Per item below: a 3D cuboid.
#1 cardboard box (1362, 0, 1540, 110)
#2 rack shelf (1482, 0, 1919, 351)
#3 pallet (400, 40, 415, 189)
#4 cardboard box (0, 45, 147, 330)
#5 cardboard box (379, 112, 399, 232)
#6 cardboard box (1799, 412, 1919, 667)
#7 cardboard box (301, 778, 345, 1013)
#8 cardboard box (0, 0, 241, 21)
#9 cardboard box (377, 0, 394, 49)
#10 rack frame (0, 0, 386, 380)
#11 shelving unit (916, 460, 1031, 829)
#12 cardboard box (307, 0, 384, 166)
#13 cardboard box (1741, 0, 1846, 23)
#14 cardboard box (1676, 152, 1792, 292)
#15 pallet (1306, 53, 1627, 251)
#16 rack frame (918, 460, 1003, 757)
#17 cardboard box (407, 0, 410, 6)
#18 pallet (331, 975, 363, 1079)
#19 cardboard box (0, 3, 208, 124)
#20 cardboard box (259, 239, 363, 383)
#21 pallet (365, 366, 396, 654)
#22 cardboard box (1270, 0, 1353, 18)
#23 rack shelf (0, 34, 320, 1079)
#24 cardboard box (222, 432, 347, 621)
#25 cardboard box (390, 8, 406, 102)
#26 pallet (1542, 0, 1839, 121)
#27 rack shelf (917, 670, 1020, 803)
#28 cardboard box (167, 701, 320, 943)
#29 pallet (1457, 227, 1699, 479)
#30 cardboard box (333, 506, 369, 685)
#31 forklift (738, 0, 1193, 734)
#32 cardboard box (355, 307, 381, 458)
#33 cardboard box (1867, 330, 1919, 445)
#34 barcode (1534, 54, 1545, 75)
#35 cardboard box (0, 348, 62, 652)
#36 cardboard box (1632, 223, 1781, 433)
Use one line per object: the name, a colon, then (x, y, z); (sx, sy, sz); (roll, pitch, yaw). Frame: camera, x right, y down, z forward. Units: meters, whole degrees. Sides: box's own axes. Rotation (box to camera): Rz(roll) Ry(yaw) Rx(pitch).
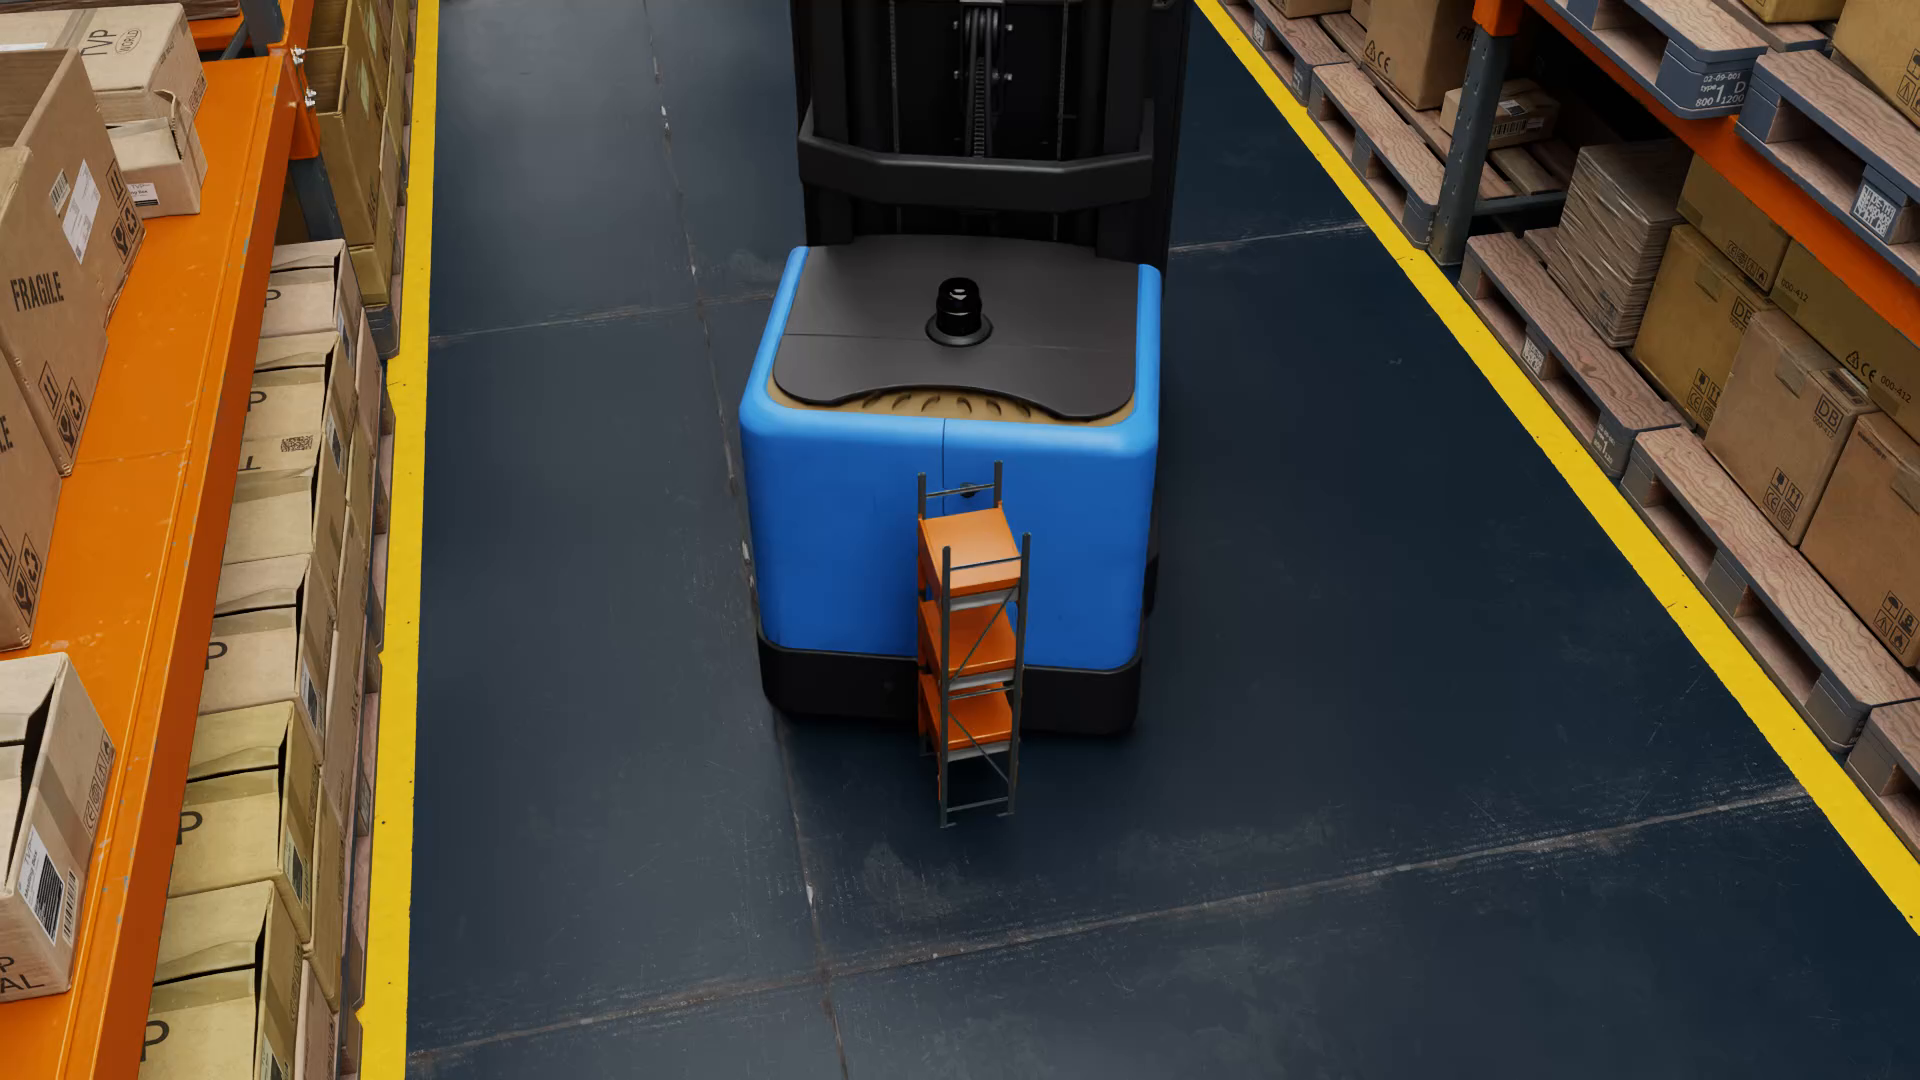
cardboard box: (2.068, -2.181, 6.999); (0.500, 0.500, 0.500); (-11, 43, -12)
rack shelf: (2.763, -0.718, 4.342); (1.077, 0.370, 4.000); (-8, 42, -9)
pallet: (-2.902, -1.843, 7.167); (1.003, 0.211, 1.213); (-8, 42, -9)
cardboard box: (-2.241, -0.767, 3.780); (0.500, 0.500, 0.500); (-6, 42, -6)
cardboard box: (-2.412, -1.369, 6.288); (0.500, 0.250, 0.500); (-8, 42, -9)
cardboard box: (2.856, -0.049, 4.597); (0.700, 0.500, 0.500); (-9, 42, -10)
cardboard box: (-1.695, 0.849, 3.789); (0.500, 0.250, 0.500); (-9, 42, -10)
cardboard box: (-2.607, -1.896, 5.051); (0.700, 0.500, 0.500); (-9, 42, -10)
cardboard box: (-2.625, -2.298, 6.770); (0.500, 0.500, 0.500); (-8, 42, -9)
rack frame: (-2.505, -1.572, 4.761); (1.000, 3.000, 0.127); (-8, 42, -9)
shelving unit: (0.023, 0.289, 4.123); (0.215, 1.050, 0.252); (-9, 46, -10)
cardboard box: (-2.415, -1.649, 6.038); (0.500, 0.500, 0.500); (-8, 42, -9)
cardboard box: (2.522, -1.788, 4.598); (0.700, 0.500, 0.500); (-4, 42, -5)
cardboard box: (2.605, -1.034, 5.142); (0.500, 0.250, 0.500); (-9, 42, -10)
pallet: (2.152, -1.671, 6.974); (1.003, 0.211, 1.213); (-8, 42, -9)
rack frame: (-0.006, 0.205, 4.207); (0.200, 1.050, 0.008); (-9, 46, -10)
cardboard box: (-2.844, -2.666, 7.748); (0.500, 0.250, 0.500); (-8, 42, -9)
pallet: (-1.781, 1.525, 3.373); (1.003, 0.211, 1.213); (-8, 42, -9)
cardboard box: (-2.356, -1.203, 4.458); (0.500, 0.250, 0.500); (-6, 42, -7)
cardboard box: (-2.137, -0.689, 5.099); (0.500, 0.311, 0.500); (-8, 42, -9)
pallet: (-2.307, -0.057, 5.155); (1.003, 0.211, 1.213); (-8, 42, -9)
cardboard box: (1.762, -2.793, 7.688); (0.700, 0.500, 0.500); (-11, 43, -12)
rack shelf: (-2.073, -0.006, 3.539); (1.077, 0.370, 4.000); (-8, 42, -9)
cardboard box: (-1.913, -0.029, 4.355); (0.500, 0.311, 0.500); (-8, 42, -9)
cardboard box: (-2.628, -2.017, 7.018); (0.500, 0.250, 0.500); (-8, 42, -9)
pallet: (2.354, -1.696, 5.045); (1.003, 0.211, 1.213); (-8, 42, -9)
rack shelf: (0.018, 0.493, 4.327); (0.215, 0.259, 0.240); (-9, 46, -10)
cardboard box: (-1.697, 0.631, 3.612); (0.500, 0.311, 0.500); (-9, 42, -10)
pallet: (2.501, -0.737, 5.921); (1.003, 0.211, 1.213); (-8, 42, -9)
cardboard box: (-1.914, 0.187, 4.535); (0.500, 0.250, 0.500); (-7, 42, -8)
forklift: (0.107, -1.539, 4.776); (1.130, 2.935, 3.031); (4, 42, 4)
cardboard box: (-2.132, -0.473, 5.278); (0.500, 0.250, 0.500); (-9, 42, -10)
cardboard box: (2.811, -0.372, 4.396); (0.500, 0.250, 0.500); (-9, 42, -9)
barcode: (2.441, -2.003, 7.009); (0.001, 0.075, 0.075); (-8, 42, -9)
cardboard box: (-2.019, -0.102, 3.030); (0.500, 0.500, 0.500); (-10, 43, -12)
cardboard box: (2.667, -0.711, 5.343); (0.700, 0.500, 0.500); (-9, 42, -10)
